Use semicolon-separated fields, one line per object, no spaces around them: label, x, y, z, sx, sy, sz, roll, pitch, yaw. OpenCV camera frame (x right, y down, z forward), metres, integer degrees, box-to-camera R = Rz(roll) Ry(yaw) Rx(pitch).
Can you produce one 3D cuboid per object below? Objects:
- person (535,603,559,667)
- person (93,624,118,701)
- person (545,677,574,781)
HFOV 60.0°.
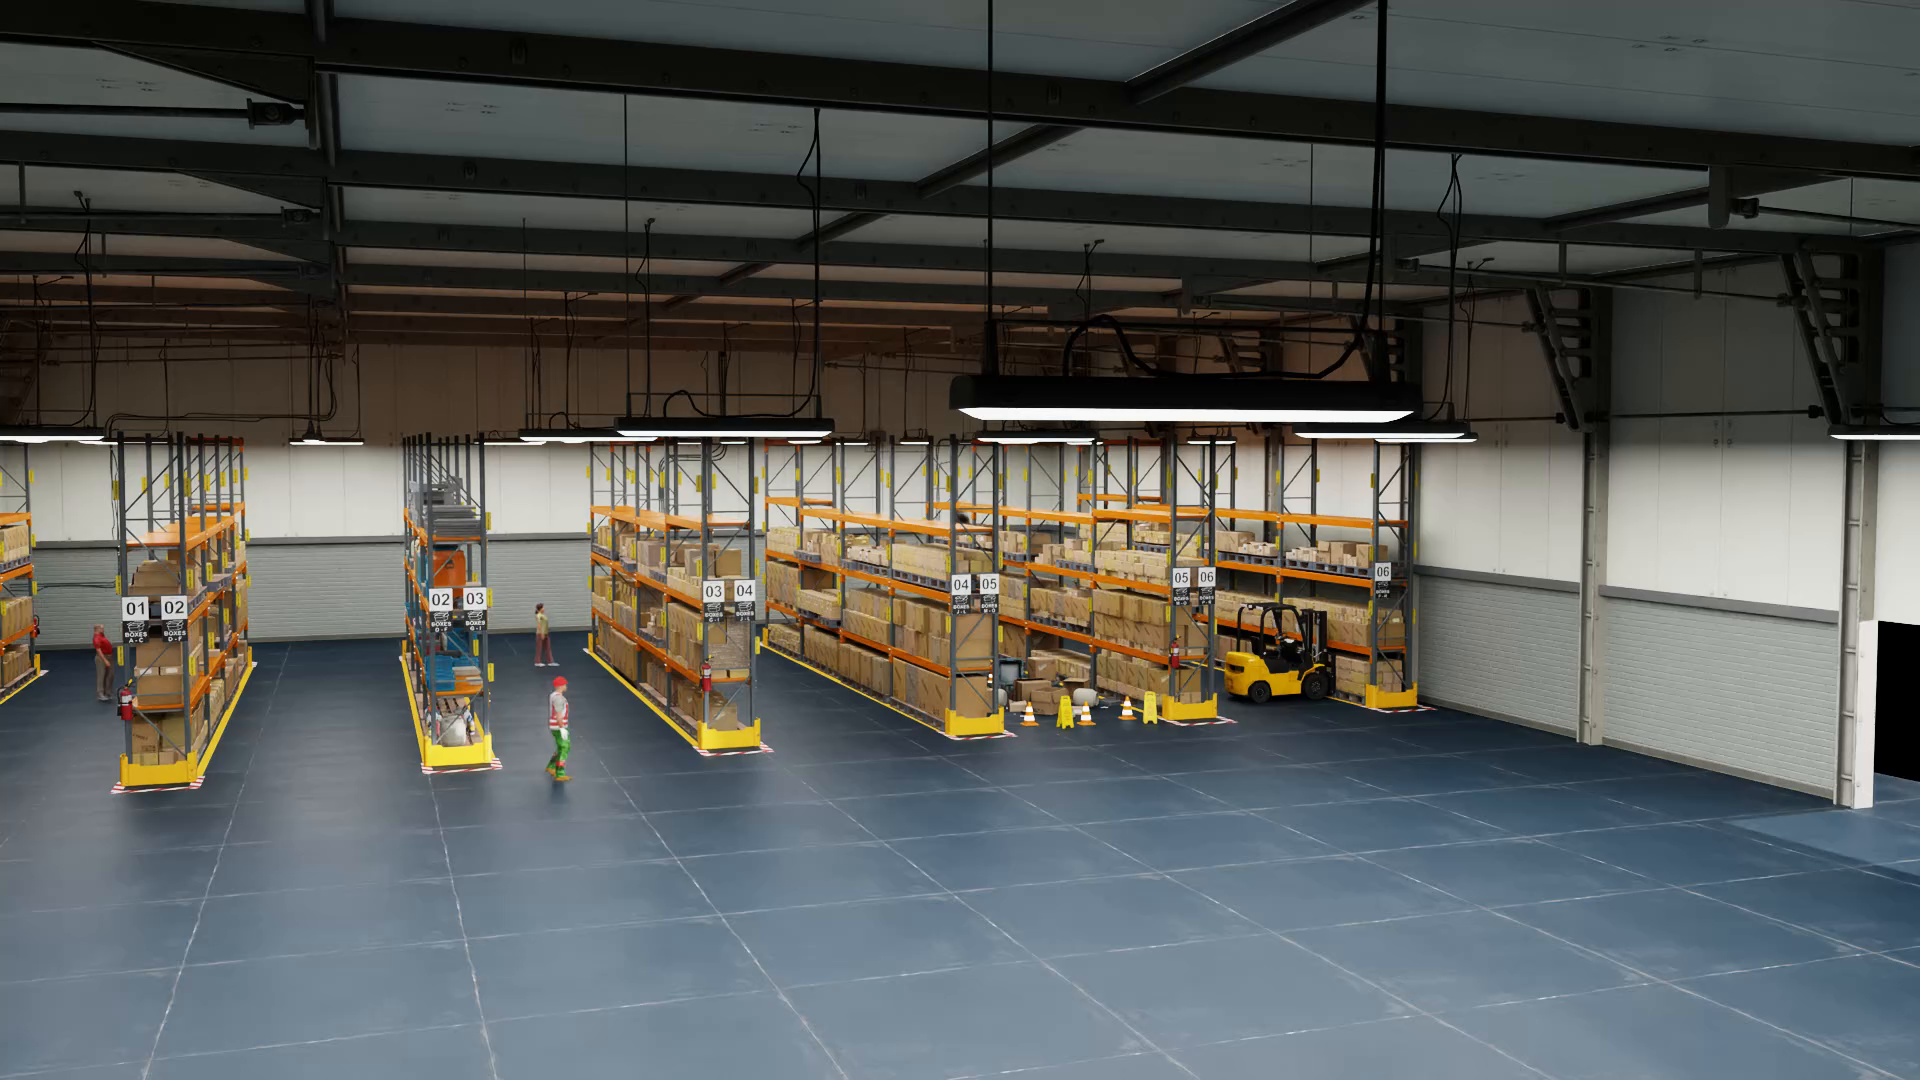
person;-10.876;2.486;43.504;0.607;1.665;0.460;1;3;17
person;-19.438;2.785;37.825;0.561;1.768;0.623;1;3;10
person;-6.917;3.247;28.646;0.493;1.788;0.631;-1;3;-11
